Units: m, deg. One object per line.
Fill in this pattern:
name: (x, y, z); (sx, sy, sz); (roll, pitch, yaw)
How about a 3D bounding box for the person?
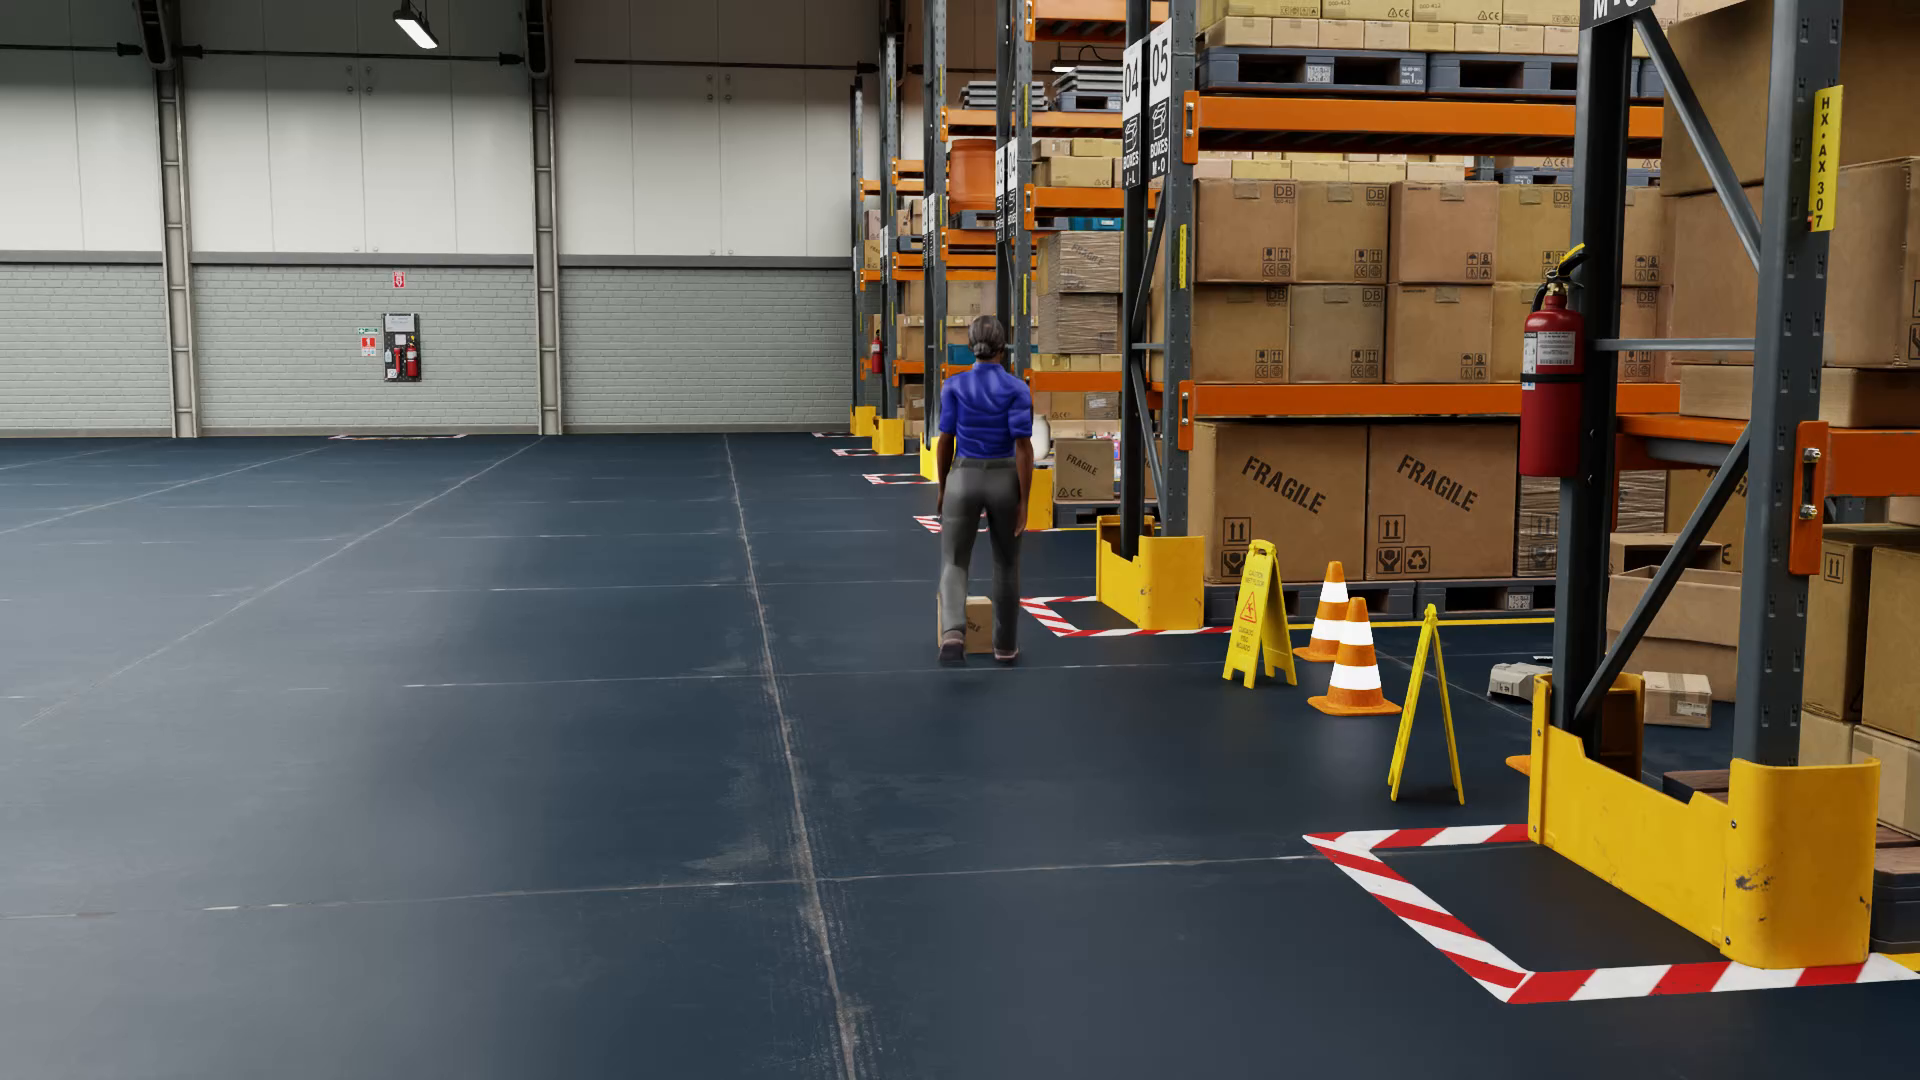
person: (0.113, -0.216, 7.650); (0.444, 1.619, 0.827); (0, 7, 0)
